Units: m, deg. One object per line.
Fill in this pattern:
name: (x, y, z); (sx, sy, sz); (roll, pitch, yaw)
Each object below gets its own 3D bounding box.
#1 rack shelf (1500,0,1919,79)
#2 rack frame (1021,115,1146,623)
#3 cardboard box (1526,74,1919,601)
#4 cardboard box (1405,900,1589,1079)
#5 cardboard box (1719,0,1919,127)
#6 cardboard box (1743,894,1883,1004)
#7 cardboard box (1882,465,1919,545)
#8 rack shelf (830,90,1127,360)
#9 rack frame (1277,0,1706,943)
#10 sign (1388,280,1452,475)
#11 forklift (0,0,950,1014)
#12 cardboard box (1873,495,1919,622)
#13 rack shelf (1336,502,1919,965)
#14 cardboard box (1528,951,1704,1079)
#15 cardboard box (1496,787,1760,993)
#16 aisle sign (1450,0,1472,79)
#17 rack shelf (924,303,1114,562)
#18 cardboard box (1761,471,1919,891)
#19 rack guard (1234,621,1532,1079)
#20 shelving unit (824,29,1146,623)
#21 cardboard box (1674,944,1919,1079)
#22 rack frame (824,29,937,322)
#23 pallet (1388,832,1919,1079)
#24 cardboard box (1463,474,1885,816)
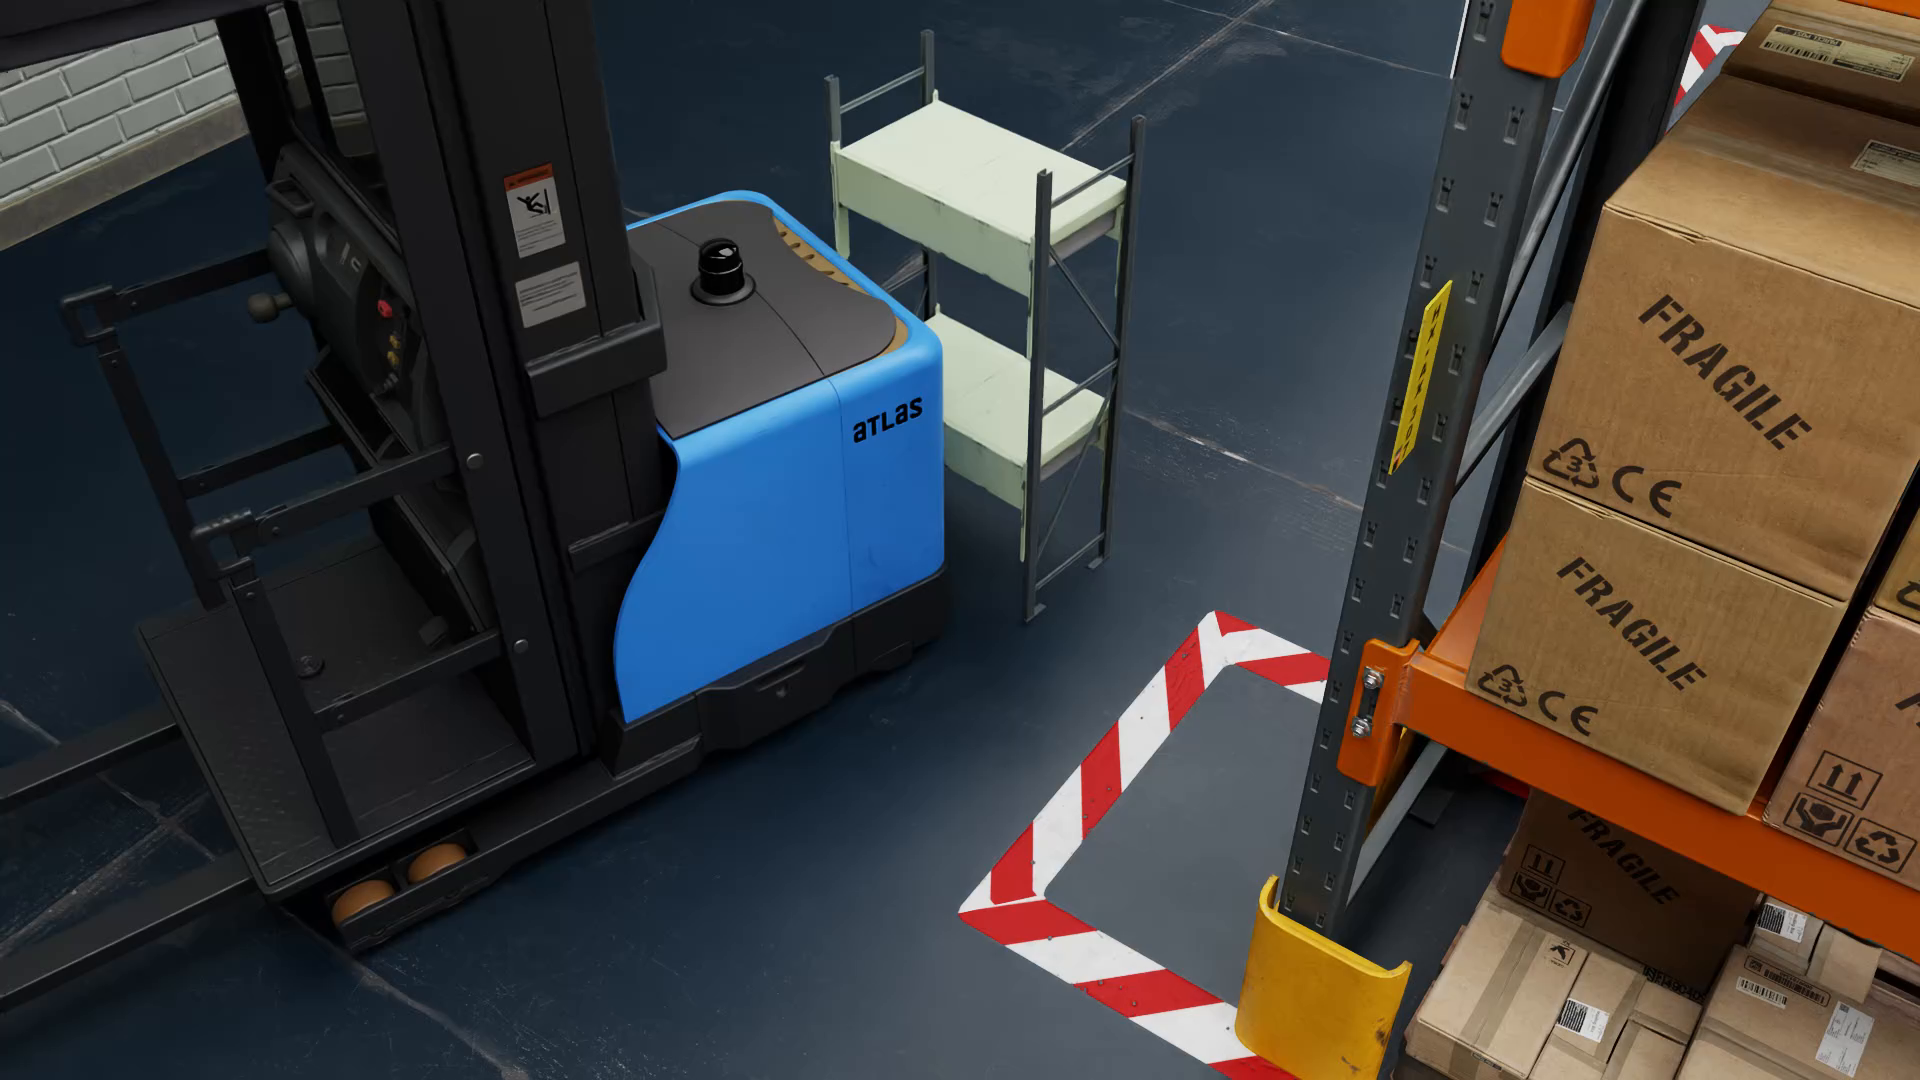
rack shelf: (2.678, -0.311, 1.638); (4.000, 0.370, 1.077); (25, 48, 25)
rack frame: (0.326, -0.413, 4.587); (0.023, 1.500, 0.400); (31, 50, 30)
cardboard box: (1.252, -0.323, 2.537); (0.500, 0.500, 0.500); (27, 48, 27)
cardboard box: (1.186, 1.019, 3.669); (0.250, 0.149, 0.380); (25, 48, 25)
cardboard box: (1.563, -0.617, 2.865); (0.500, 0.500, 0.500); (25, 47, 25)
cardboard box: (1.907, 0.943, 3.742); (0.250, 0.166, 0.380); (25, 48, 25)
cardboard box: (1.990, -0.045, 2.975); (0.500, 0.500, 0.500); (25, 48, 26)
rack shelf: (0.056, -0.868, 4.510); (0.720, 0.370, 0.431); (31, 50, 30)
rack frame: (1.040, -0.227, 3.254); (0.127, 3.000, 1.000); (25, 48, 25)
sign: (0.729, -0.253, 2.634); (0.005, 0.325, 0.100); (25, 48, 25)
forklift: (-1.522, -0.488, 3.598); (3.031, 2.935, 1.130); (-26, 48, -26)
cardboard box: (1.685, -0.127, 2.318); (0.500, 0.500, 0.500); (26, 48, 26)
rack shelf: (2.678, 0.807, 2.638); (4.000, 0.370, 1.077); (25, 48, 25)
cardboard box: (1.391, 1.109, 3.556); (0.250, 0.166, 0.380); (25, 48, 25)
cardboard box: (1.627, 0.614, 3.859); (0.500, 0.500, 0.500); (25, 48, 25)
aisle sign: (0.816, -1.062, 2.237); (0.004, 0.787, 0.394); (25, 48, 25)
rack shelf: (0.056, -0.335, 4.988); (0.720, 0.370, 0.431); (31, 50, 30)
cardboard box: (1.678, 0.244, 2.653); (0.500, 0.500, 0.500); (25, 47, 25)
rack guard: (1.103, 0.734, 4.055); (0.348, 0.500, 1.175); (25, 48, 25)
shelving unit: (0.056, -0.578, 4.771); (0.755, 1.500, 0.431); (31, 50, 30)
cardboard box: (1.732, 1.188, 3.405); (0.500, 0.250, 0.500); (25, 48, 25)
rack frame: (-0.215, -0.742, 4.954); (0.023, 1.500, 0.400); (31, 50, 30)
pallet: (1.756, 1.146, 3.811); (1.213, 0.211, 1.003); (25, 48, 25)
cardboard box: (1.252, 0.050, 2.870); (0.500, 0.500, 0.500); (26, 48, 26)
